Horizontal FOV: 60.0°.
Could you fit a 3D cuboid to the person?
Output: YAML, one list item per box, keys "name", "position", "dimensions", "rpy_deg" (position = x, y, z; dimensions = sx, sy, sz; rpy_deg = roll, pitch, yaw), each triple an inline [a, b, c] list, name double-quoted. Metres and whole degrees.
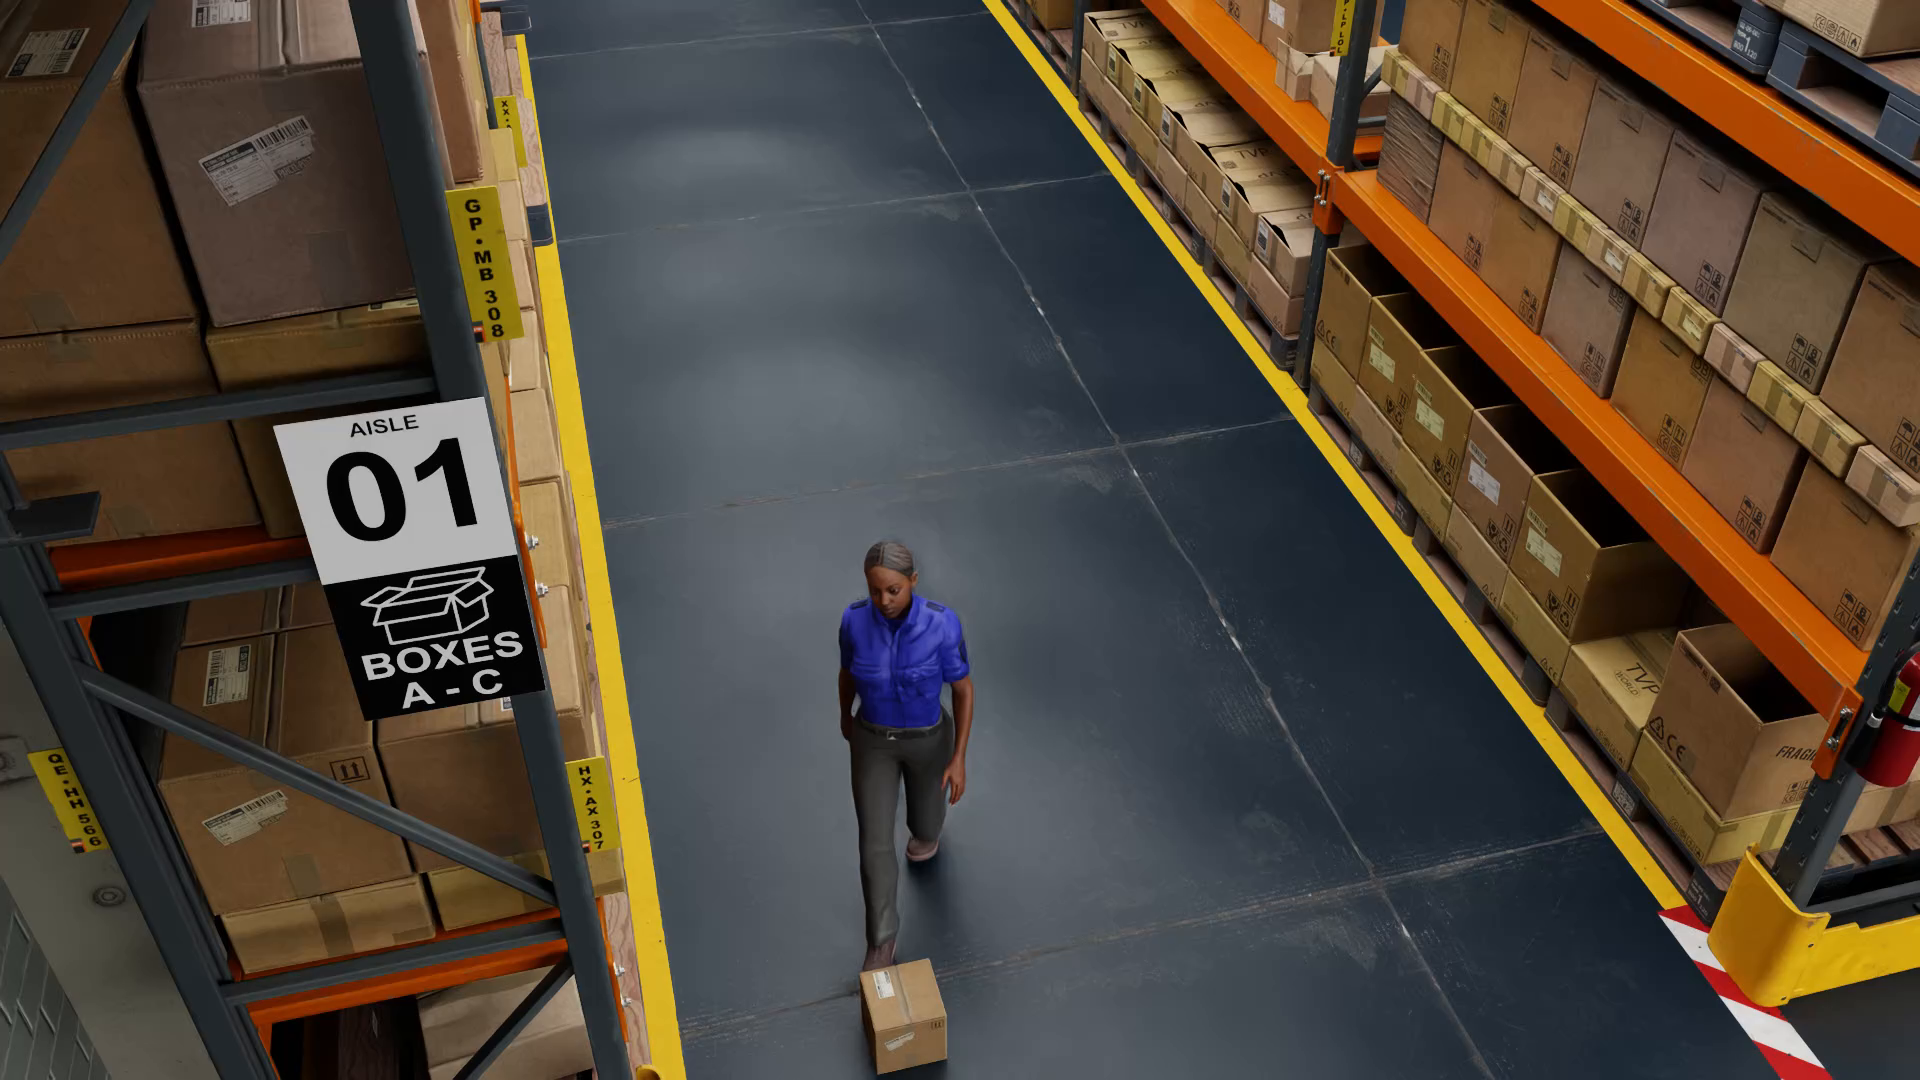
- name: "person"
  position: [-0.207, 0.762, 5.784]
  dimensions: [0.496, 1.582, 0.901]
  rpy_deg: [2, 38, 3]
